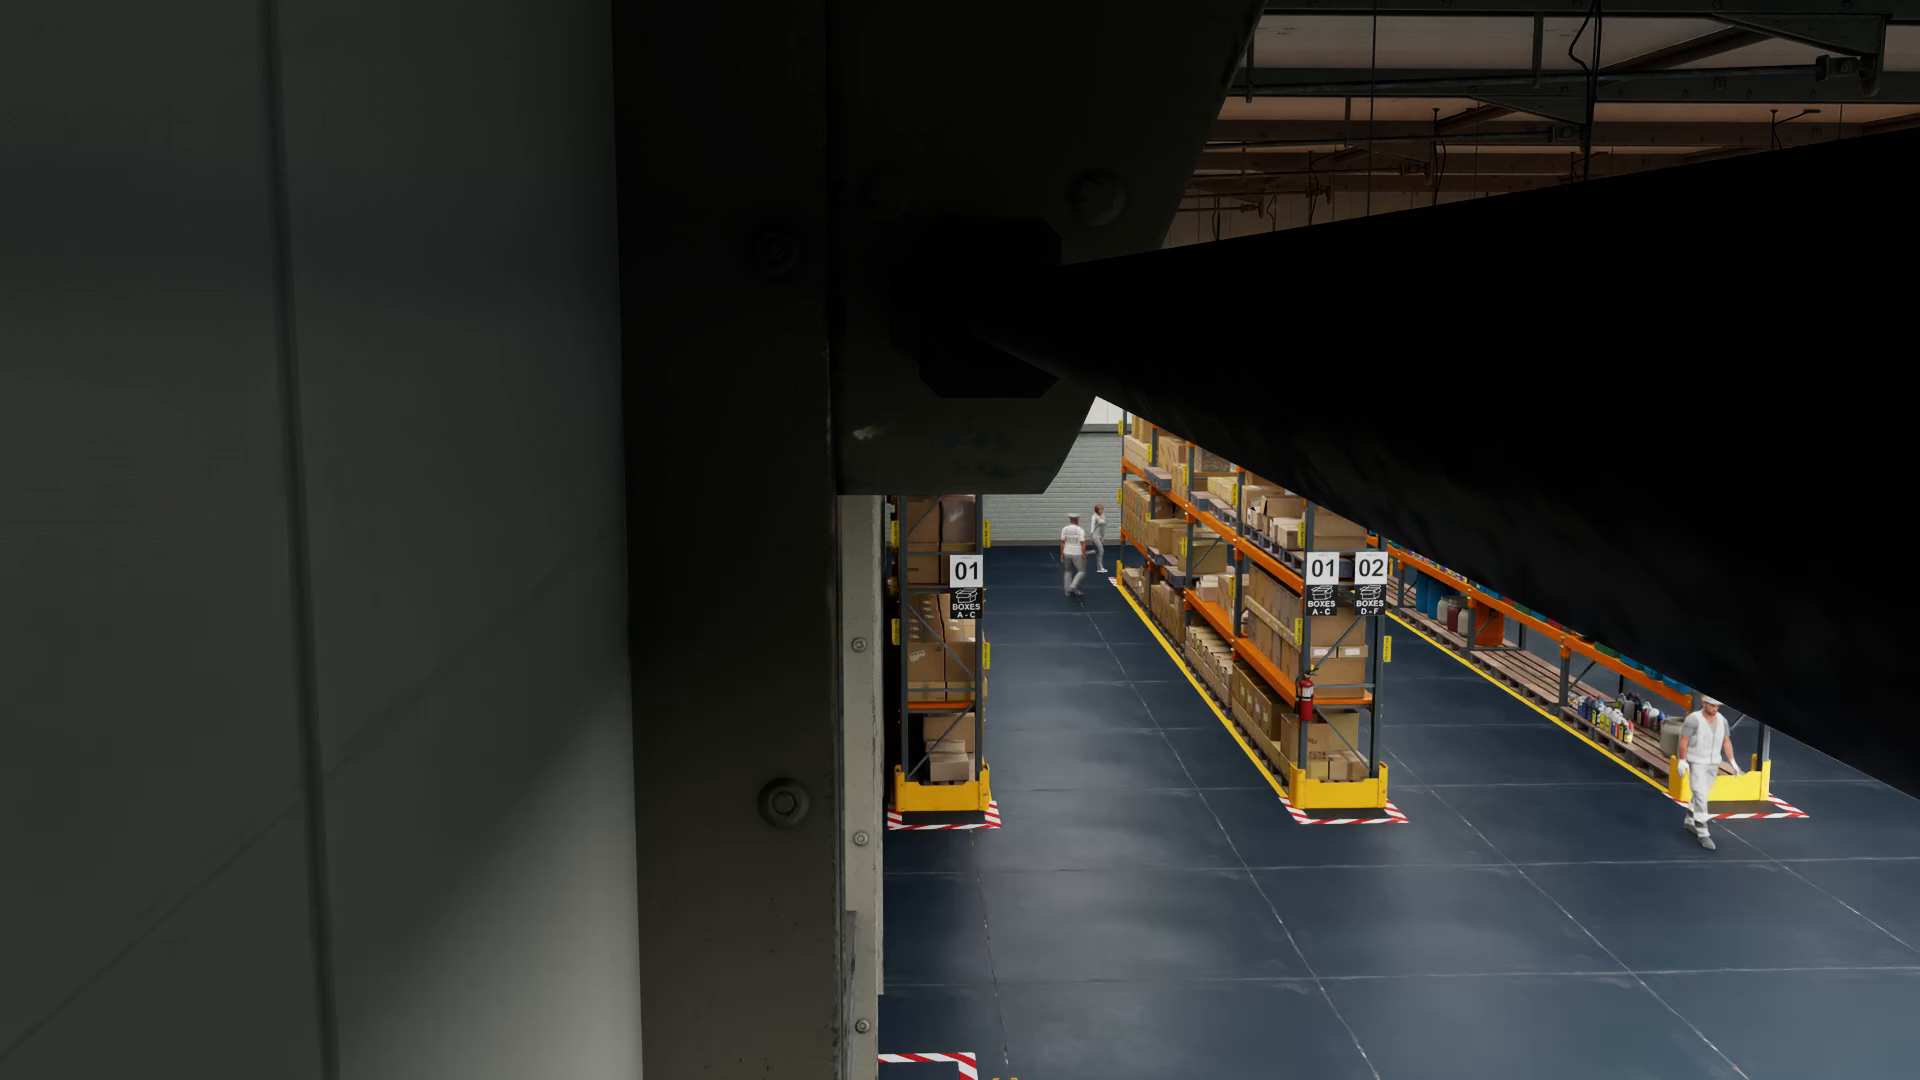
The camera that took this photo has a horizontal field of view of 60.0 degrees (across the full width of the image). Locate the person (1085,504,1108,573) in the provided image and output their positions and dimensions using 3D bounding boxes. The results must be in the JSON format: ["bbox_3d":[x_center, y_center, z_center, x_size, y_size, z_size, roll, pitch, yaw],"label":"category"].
[{"bbox_3d":[3.080,-0.063,38.066,0.764,1.566,0.415,4,10,28],"label":"person"}]

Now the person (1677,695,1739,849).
[{"bbox_3d":[8.675,2.618,19.297,0.606,1.789,0.716,-2,9,-13],"label":"person"}]

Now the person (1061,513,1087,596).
[{"bbox_3d":[2.366,0.326,34.889,0.582,1.748,0.556,5,10,31],"label":"person"}]
